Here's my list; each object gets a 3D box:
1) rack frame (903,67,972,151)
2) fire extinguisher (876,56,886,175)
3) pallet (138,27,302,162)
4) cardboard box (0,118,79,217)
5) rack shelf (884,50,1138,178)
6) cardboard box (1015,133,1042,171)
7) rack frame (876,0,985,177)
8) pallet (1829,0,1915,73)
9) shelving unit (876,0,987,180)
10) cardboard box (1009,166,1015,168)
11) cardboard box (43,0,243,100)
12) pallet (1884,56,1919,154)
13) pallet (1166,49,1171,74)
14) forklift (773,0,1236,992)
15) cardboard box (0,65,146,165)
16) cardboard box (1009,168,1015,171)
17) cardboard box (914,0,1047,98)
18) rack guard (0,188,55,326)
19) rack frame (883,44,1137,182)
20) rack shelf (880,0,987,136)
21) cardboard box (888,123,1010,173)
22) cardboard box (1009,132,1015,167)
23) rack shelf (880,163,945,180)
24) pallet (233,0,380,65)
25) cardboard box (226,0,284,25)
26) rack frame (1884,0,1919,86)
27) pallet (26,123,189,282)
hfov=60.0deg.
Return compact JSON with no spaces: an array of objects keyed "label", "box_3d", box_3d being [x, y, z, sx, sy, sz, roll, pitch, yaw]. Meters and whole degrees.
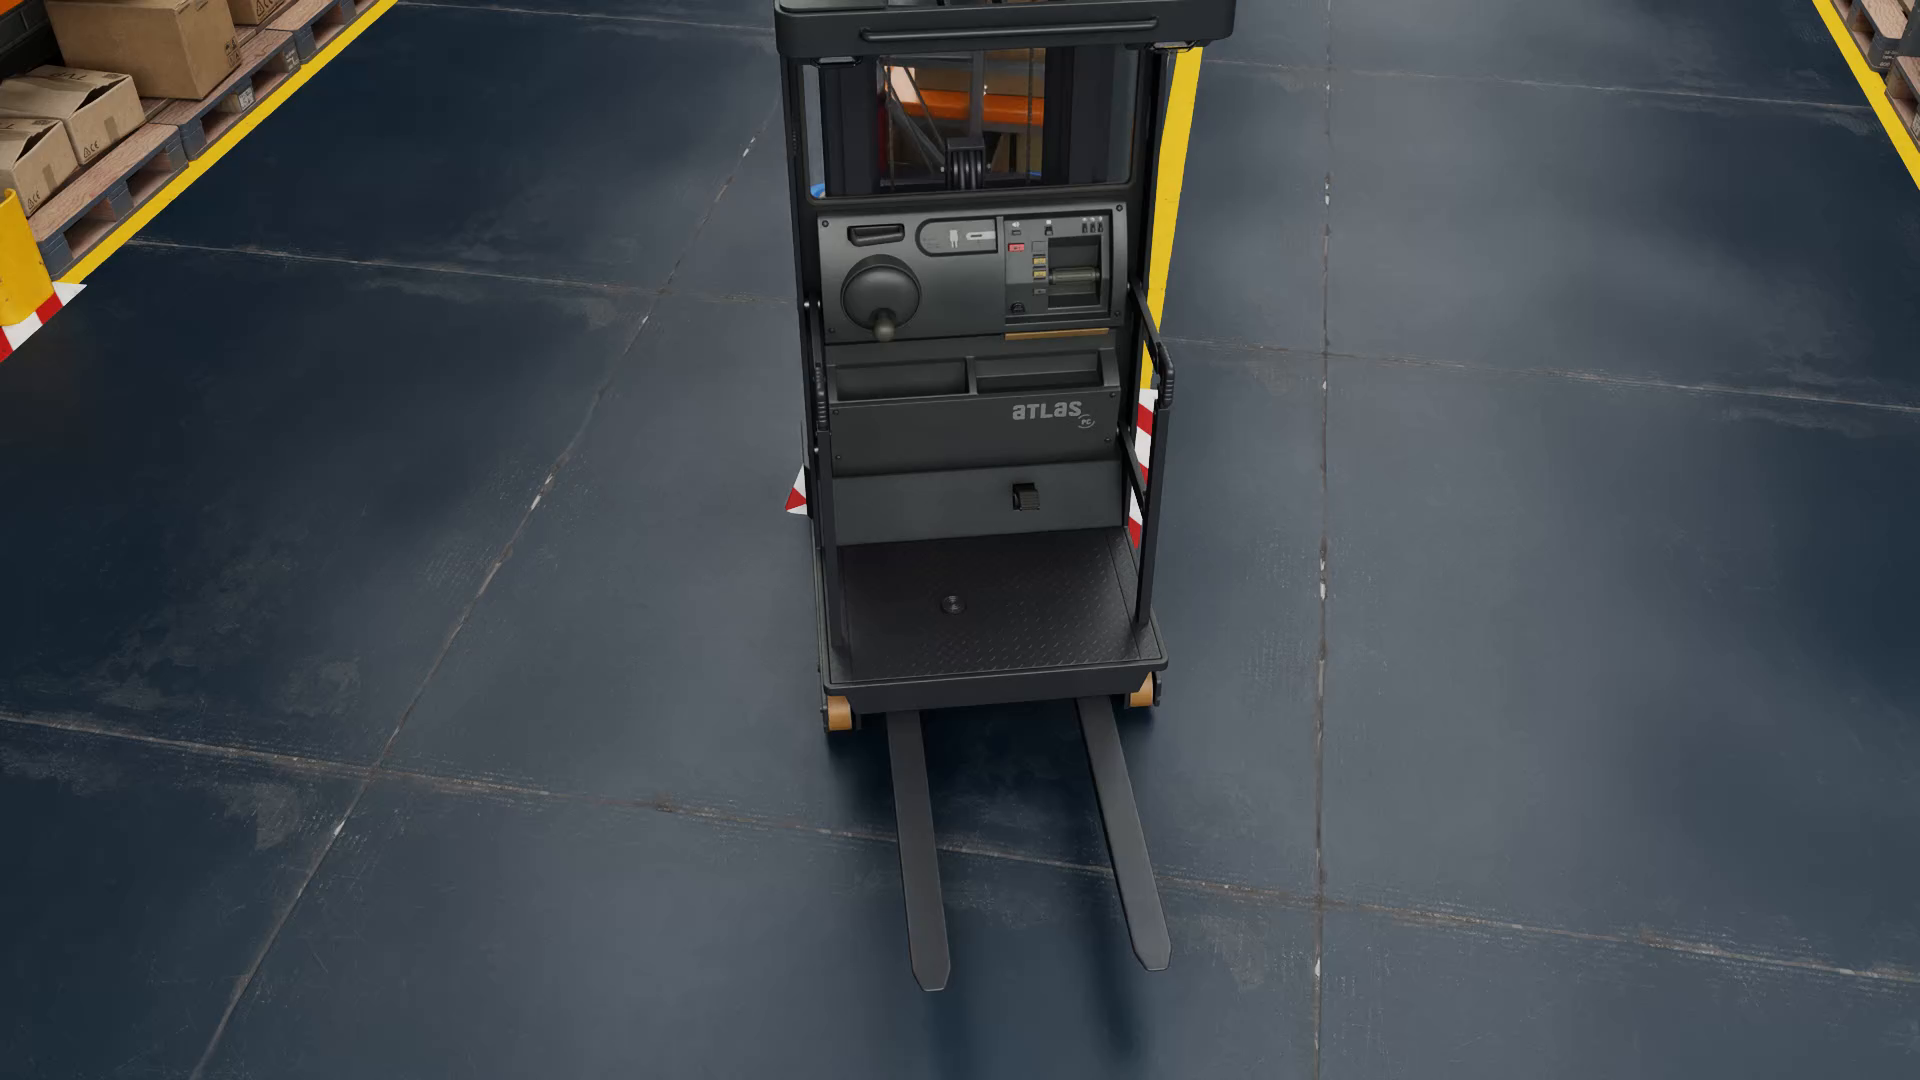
[{"label":"rack frame","box_3d":[-0.140,-1.238,6.350,0.400,2.100,0.015,1,32,-1]},{"label":"fire extinguisher","box_3d":[-0.356,-1.630,5.928,0.296,0.674,0.183,6,40,8]},{"label":"pallet","box_3d":[-4.356,-2.469,9.070,1.003,0.211,1.213,6,40,8]},{"label":"cardboard box","box_3d":[-4.550,-1.784,7.818,0.500,0.311,0.500,2,40,3]},{"label":"rack shelf","box_3d":[0.468,-2.660,7.678,1.077,0.370,4.000,6,40,8]},{"label":"cardboard box","box_3d":[0.518,-1.700,7.191,0.500,0.500,0.500,6,40,8]},{"label":"rack frame","box_3d":[-0.137,-0.979,5.936,0.400,2.100,0.015,1,32,-1]},{"label":"pallet","box_3d":[5.790,-3.067,9.793,1.003,0.211,1.213,6,40,8]},{"label":"shelving unit","box_3d":[-0.138,-1.108,6.143,0.431,2.100,0.503,1,32,-1]},{"label":"cardboard box","box_3d":[0.083,-1.783,7.881,0.500,0.250,0.500,6,40,8]},{"label":"cardboard box","box_3d":[-4.275,-2.669,8.741,0.700,0.500,0.500,4,40,5]},{"label":"pallet","box_3d":[5.535,-2.153,8.688,1.003,0.211,1.213,6,40,8]},{"label":"pallet","box_3d":[0.635,-2.624,9.258,1.003,0.211,1.213,6,40,8]},{"label":"forklift","box_3d":[0.068,-0.734,4.838,1.130,2.935,3.031,-4,40,-5]},{"label":"cardboard box","box_3d":[-4.451,-2.142,8.251,0.500,0.311,0.500,10,41,11]},{"label":"cardboard box","box_3d":[-0.002,-1.469,7.501,0.500,0.250,0.500,6,40,8]},{"label":"cardboard box","box_3d":[0.215,-2.012,6.252,0.700,0.500,0.500,6,40,8]},{"label":"rack guard","box_3d":[-4.745,-1.311,7.443,1.175,0.500,0.348,6,40,8]},{"label":"rack frame","box_3d":[0.122,-1.682,5.931,1.000,3.000,0.127,6,40,8]},{"label":"rack shelf","box_3d":[-0.124,-1.690,5.779,0.431,0.518,0.480,1,32,-1]},{"label":"cardboard box","box_3d":[-0.079,-1.443,6.881,0.500,0.500,0.500,6,40,8]},{"label":"cardboard box","box_3d":[0.080,-2.072,7.642,0.500,0.500,0.500,6,40,8]},{"label":"rack shelf","box_3d":[-0.139,-1.097,6.150,0.431,0.518,0.480,1,32,-1]},{"label":"pallet","box_3d":[-4.147,-3.237,9.999,1.003,0.211,1.213,6,40,8]},{"label":"cardboard box","box_3d":[-4.206,-3.287,9.488,0.500,0.500,0.500,4,40,4]},{"label":"rack frame","box_3d":[5.692,-3.644,8.304,1.000,3.000,0.127,6,40,8]},{"label":"pallet","box_3d":[-4.569,-1.705,8.147,1.003,0.211,1.213,6,40,8]}]
